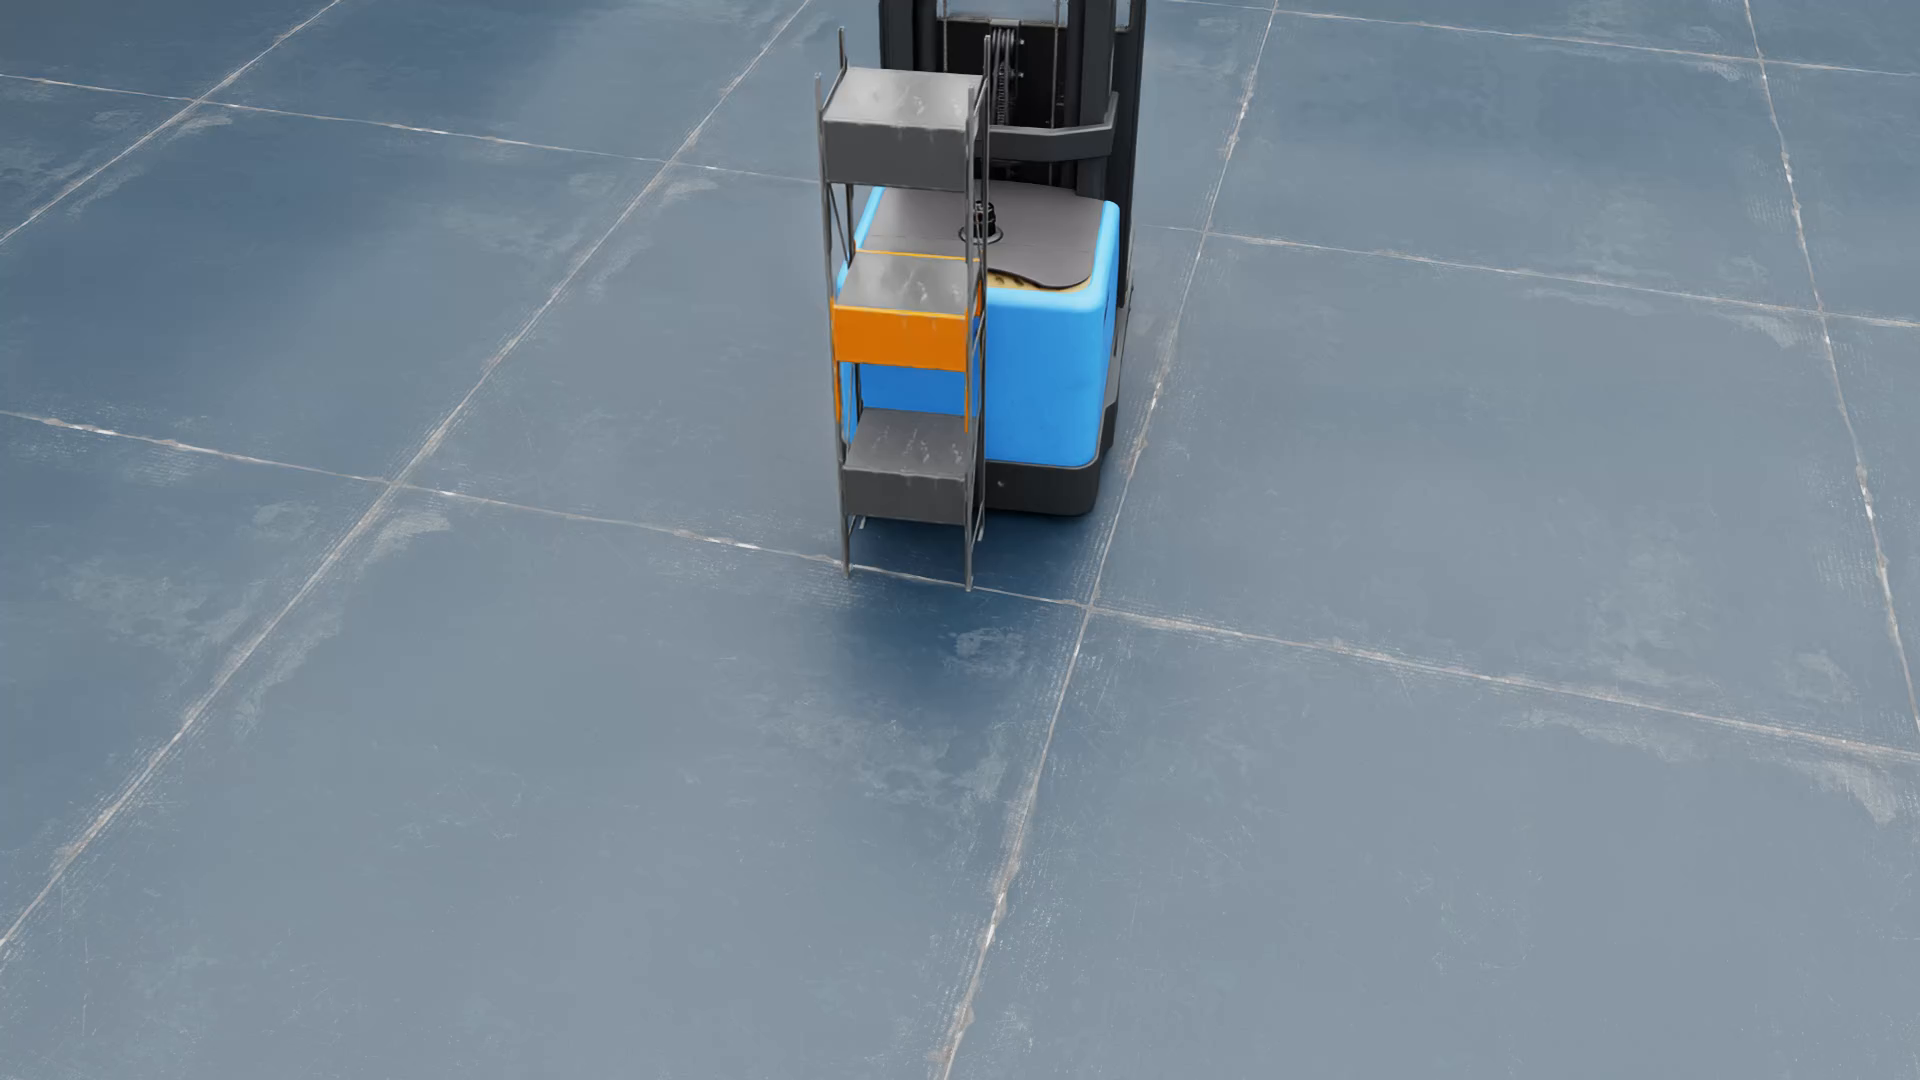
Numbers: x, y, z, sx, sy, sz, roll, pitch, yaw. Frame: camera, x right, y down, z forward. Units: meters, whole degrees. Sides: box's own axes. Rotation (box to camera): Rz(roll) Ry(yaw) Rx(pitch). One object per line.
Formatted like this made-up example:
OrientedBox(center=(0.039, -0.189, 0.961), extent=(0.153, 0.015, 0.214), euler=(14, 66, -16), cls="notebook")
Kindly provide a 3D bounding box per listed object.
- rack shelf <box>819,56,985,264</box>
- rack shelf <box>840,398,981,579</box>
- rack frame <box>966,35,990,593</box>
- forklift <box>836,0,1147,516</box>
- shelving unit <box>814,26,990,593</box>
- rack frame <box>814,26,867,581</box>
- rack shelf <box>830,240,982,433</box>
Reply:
OrientedBox(center=(-0.179, -1.273, 5.566), extent=(0.480, 0.518, 0.431), euler=(6, 40, 7), cls="rack shelf")
OrientedBox(center=(-0.179, -0.201, 6.467), extent=(0.480, 0.518, 0.431), euler=(6, 40, 7), cls="rack shelf")
OrientedBox(center=(0.062, -0.724, 5.979), extent=(0.015, 2.100, 0.400), euler=(6, 40, 7), cls="rack frame")
OrientedBox(center=(0.249, -2.170, 7.054), extent=(1.130, 2.935, 3.031), euler=(6, 40, 7), cls="forklift")
OrientedBox(center=(-0.179, -0.748, 6.008), extent=(0.503, 2.100, 0.431), euler=(6, 40, 7), cls="shelving unit")
OrientedBox(center=(-0.421, -0.771, 6.036), extent=(0.015, 2.100, 0.400), euler=(6, 40, 7), cls="rack frame")
OrientedBox(center=(-0.179, -0.737, 6.016), extent=(0.480, 0.518, 0.431), euler=(6, 40, 7), cls="rack shelf")
